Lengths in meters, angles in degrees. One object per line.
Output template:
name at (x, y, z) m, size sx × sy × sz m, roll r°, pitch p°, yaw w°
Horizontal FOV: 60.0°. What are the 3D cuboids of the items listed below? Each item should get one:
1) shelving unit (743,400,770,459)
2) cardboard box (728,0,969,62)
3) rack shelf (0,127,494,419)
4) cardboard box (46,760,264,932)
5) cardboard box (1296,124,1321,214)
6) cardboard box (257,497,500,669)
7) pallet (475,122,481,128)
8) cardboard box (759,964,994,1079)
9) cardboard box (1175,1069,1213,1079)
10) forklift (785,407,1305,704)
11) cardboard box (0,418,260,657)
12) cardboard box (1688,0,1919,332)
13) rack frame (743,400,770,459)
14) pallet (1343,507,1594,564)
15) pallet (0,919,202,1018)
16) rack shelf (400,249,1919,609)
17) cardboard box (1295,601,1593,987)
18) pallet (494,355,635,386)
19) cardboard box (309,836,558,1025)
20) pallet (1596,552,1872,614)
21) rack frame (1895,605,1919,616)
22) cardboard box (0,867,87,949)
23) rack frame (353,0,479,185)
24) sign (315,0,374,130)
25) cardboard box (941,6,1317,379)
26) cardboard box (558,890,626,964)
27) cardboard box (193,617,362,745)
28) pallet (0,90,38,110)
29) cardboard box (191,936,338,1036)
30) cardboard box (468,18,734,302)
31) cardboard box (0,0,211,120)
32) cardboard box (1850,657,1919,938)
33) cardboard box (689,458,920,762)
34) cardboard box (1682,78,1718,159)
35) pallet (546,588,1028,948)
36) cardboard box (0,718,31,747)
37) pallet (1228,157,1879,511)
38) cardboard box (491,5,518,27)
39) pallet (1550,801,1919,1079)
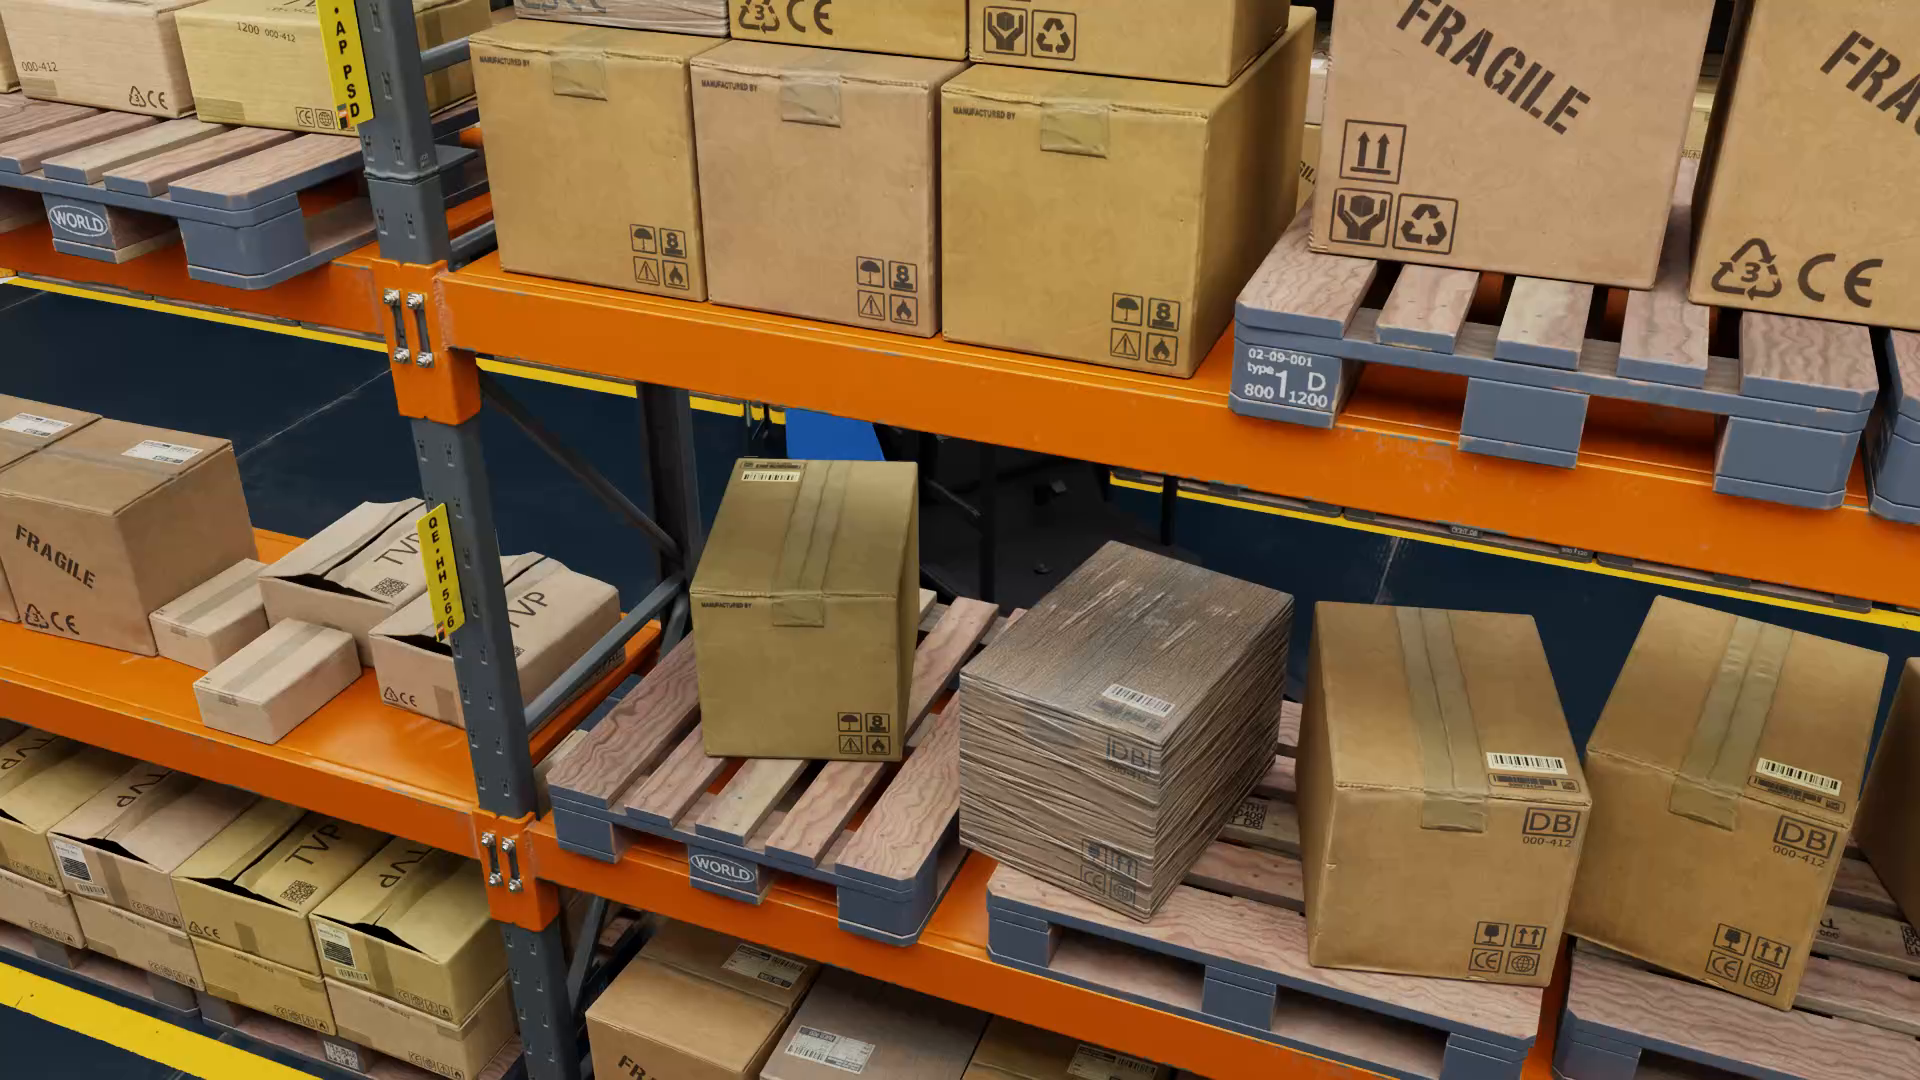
shelving unit at (-0.729, -1.102, 8.637) m, size 0.755 × 1.500 × 0.431 m, roll 6°, pitch 33°, yaw 8°
cardboard box at (-0.132, -1.278, 3.296) m, size 0.500 × 0.500 × 0.500 m, roll 11°, pitch 31°, yaw 19°
rack shelf at (-2.860, -1.034, 4.714) m, size 4.000 × 0.370 × 1.077 m, roll 11°, pitch 31°, yaw 19°
cardboard box at (-2.535, 0.926, 5.360) m, size 0.500 × 0.311 × 0.500 m, roll 11°, pitch 31°, yaw 19°
cardboard box at (1.688, -1.805, 7.970) m, size 0.500 × 0.500 × 0.500 m, roll 12°, pitch 32°, yaw 21°
cardboard box at (-1.763, 0.114, 5.091) m, size 0.500 × 0.311 × 0.500 m, roll 11°, pitch 31°, yaw 19°
pallet at (-2.201, -2.379, 9.606) m, size 1.213 × 0.211 × 1.003 m, roll 11°, pitch 31°, yaw 19°
cardboard box at (-0.205, 1.534, 4.581) m, size 0.500 × 0.500 × 0.500 m, roll 10°, pitch 31°, yaw 17°
cardboard box at (0.743, 1.723, 4.246) m, size 0.500 × 0.500 × 0.500 m, roll 10°, pitch 31°, yaw 17°
forklift at (0.371, -0.918, 6.895) m, size 1.130 × 2.935 × 3.031 m, roll -18°, pitch 34°, yaw -29°
cardboard box at (-2.568, -0.018, 5.131) m, size 0.500 × 0.500 × 0.500 m, roll 10°, pitch 31°, yaw 16°
cardboard box at (1.633, -0.747, 2.845) m, size 0.600 × 0.600 × 0.600 m, roll 11°, pitch 31°, yaw 19°
rack frame at (-1.090, -1.138, 8.686) m, size 0.023 × 1.500 × 0.400 m, roll 6°, pitch 33°, yaw 8°
pallet at (2.681, -0.310, 8.584) m, size 1.213 × 0.211 × 1.003 m, roll 11°, pitch 31°, yaw 19°
pallet at (-2.881, 1.146, 6.008) m, size 1.213 × 0.211 × 1.003 m, roll 11°, pitch 31°, yaw 19°
rack shelf at (0.847, -0.294, 3.404) m, size 4.000 × 0.370 × 1.077 m, roll 11°, pitch 31°, yaw 19°
cardboard box at (1.040, 0.544, 3.711) m, size 0.500 × 0.500 × 0.700 m, roll 4°, pitch 30°, yaw 6°
pallet at (-2.132, -1.313, 10.359) m, size 1.213 × 0.211 × 1.003 m, roll 11°, pitch 31°, yaw 19°
cardboard box at (-1.585, 1.114, 5.028) m, size 0.500 × 0.311 × 0.500 m, roll 12°, pitch 32°, yaw 20°
pallet at (3.816, -0.085, 8.186) m, size 1.213 × 0.211 × 1.003 m, roll 11°, pitch 31°, yaw 19°
rack frame at (4.559, -1.191, 7.308) m, size 0.127 × 3.000 × 1.000 m, roll 11°, pitch 31°, yaw 19°
cardboard box at (-3.007, 1.075, 5.668) m, size 0.500 × 0.250 × 0.500 m, roll 12°, pitch 32°, yaw 20°
rack frame at (-1.007, -2.283, 3.144) m, size 0.127 × 3.000 × 1.000 m, roll 11°, pitch 31°, yaw 19°
sign at (-1.223, -0.985, 3.290) m, size 0.005 × 0.325 × 0.100 m, roll 11°, pitch 31°, yaw 19°
cardboard box at (0.365, -0.765, 3.405) m, size 0.500 × 0.500 × 0.910 m, roll 11°, pitch 31°, yaw 19°
cardboard box at (-1.381, 1.112, 5.602) m, size 0.500 × 0.250 × 0.500 m, roll 11°, pitch 31°, yaw 19°
cardboard box at (-1.944, 0.398, 4.753) m, size 0.250 × 0.149 × 0.380 m, roll 11°, pitch 31°, yaw 19°
pallet at (-2.706, -1.185, 4.442) m, size 1.213 × 0.211 × 1.003 m, roll 13°, pitch 32°, yaw 21°
cardboard box at (-2.065, 1.263, 5.335) m, size 0.500 × 0.250 × 0.500 m, roll 11°, pitch 31°, yaw 19°
cardboard box at (-0.590, -0.955, 3.742) m, size 0.500 × 0.500 × 0.910 m, roll 11°, pitch 31°, yaw 19°
cardboard box at (-1.941, -1.242, 4.076) m, size 0.500 × 0.250 × 0.500 m, roll 12°, pitch 32°, yaw 20°
cardboard box at (2.345, 0.653, 3.518) m, size 0.500 × 0.500 × 0.700 m, roll 1°, pitch 30°, yaw 2°
cardboard box at (-0.381, 0.167, 4.377) m, size 0.500 × 0.500 × 0.700 m, roll 1°, pitch 30°, yaw 2°
cardboard box at (3.087, -1.862, 7.309) m, size 0.500 × 0.250 × 0.500 m, roll 12°, pitch 32°, yaw 20°
pallet at (-0.352, 0.506, 4.502) m, size 1.003 × 0.211 × 1.213 m, roll 11°, pitch 31°, yaw 19°
cardboard box at (-3.482, 0.739, 5.692) m, size 0.500 × 0.311 × 0.500 m, roll 10°, pitch 31°, yaw 17°
pallet at (1.160, -0.498, 3.226) m, size 1.003 × 0.211 × 1.213 m, roll 11°, pitch 31°, yaw 19°
cardboard box at (-2.395, -2.796, 9.600) m, size 0.500 × 0.500 × 0.700 m, roll 11°, pitch 31°, yaw 19°
pallet at (2.000, 0.955, 3.708) m, size 1.213 × 0.211 × 1.003 m, roll 11°, pitch 31°, yaw 19°
